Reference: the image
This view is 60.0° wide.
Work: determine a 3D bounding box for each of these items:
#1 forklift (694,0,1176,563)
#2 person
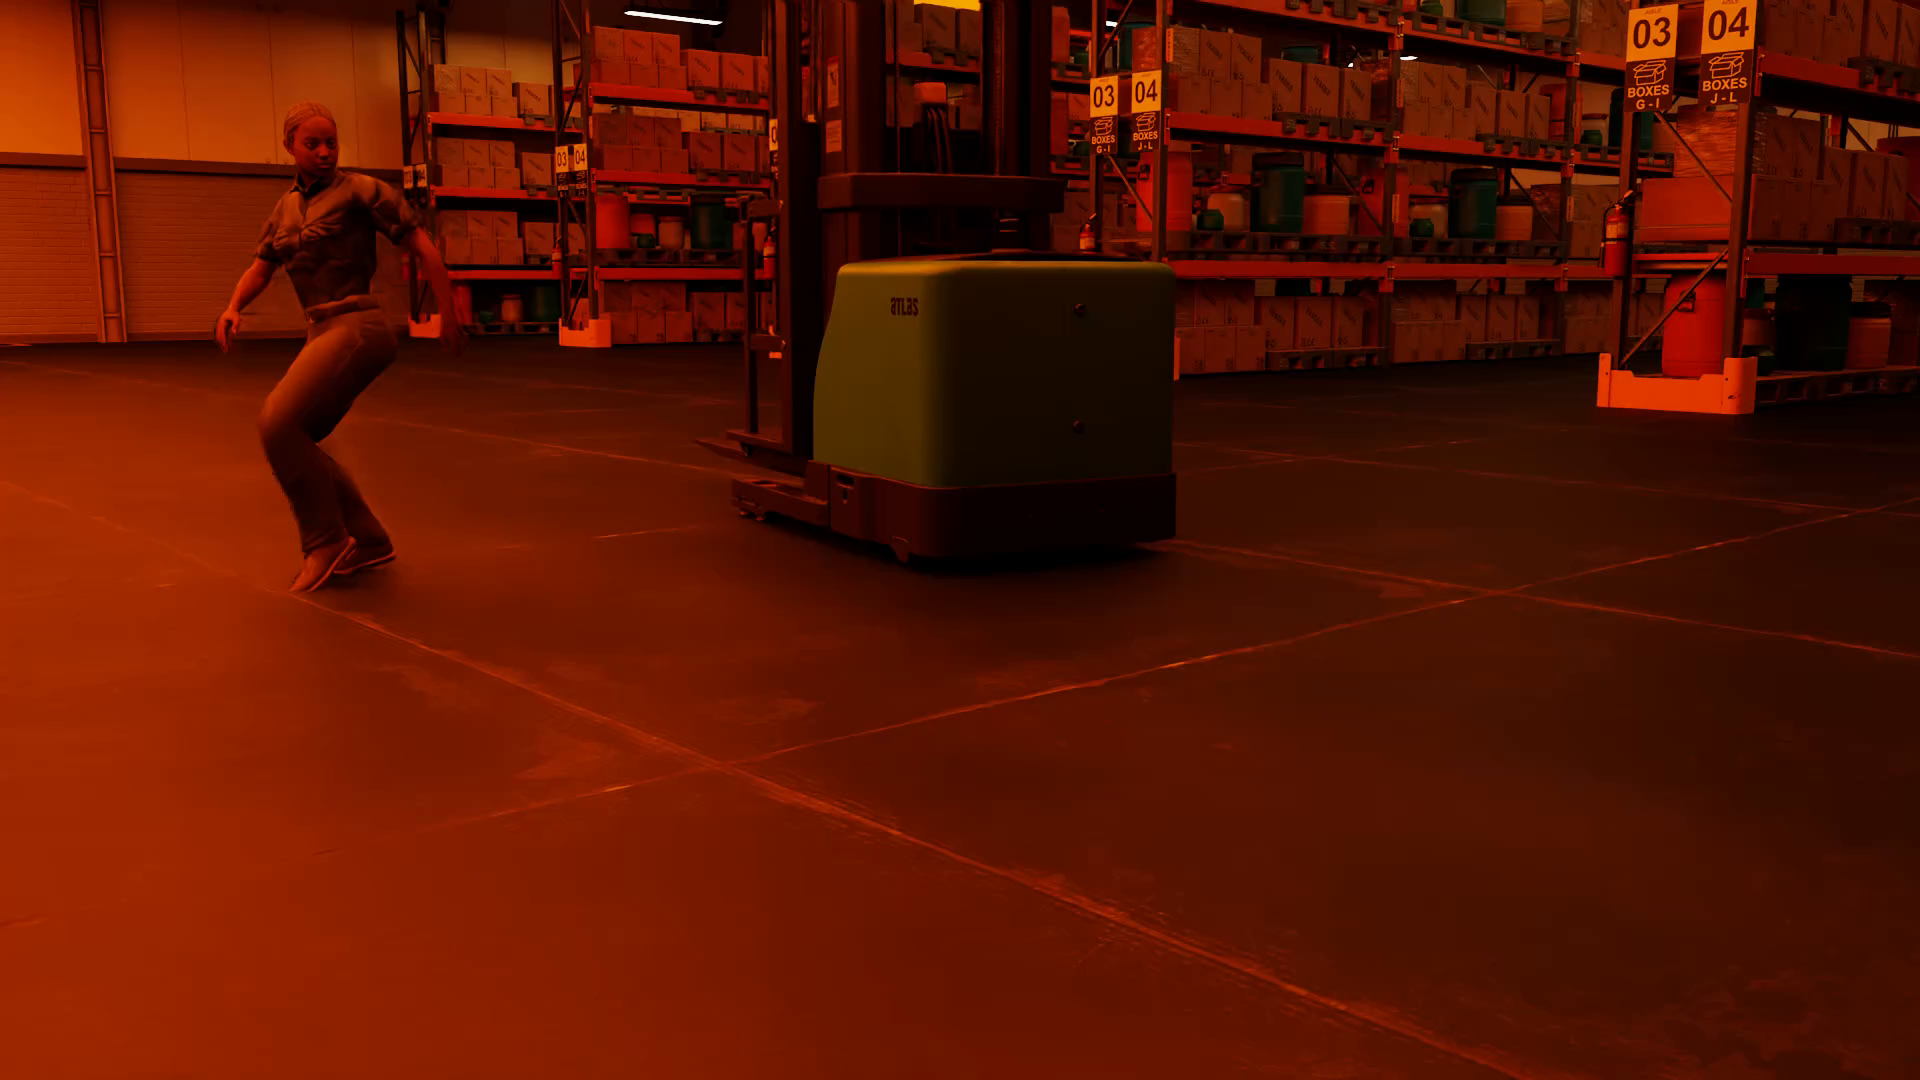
[{"bbox_3d":[-0.335,-1.553,6.988,1.130,2.935,3.031,-5,10,-27],"label":"forklift"},{"bbox_3d":[-2.105,-0.632,5.587,0.720,1.639,0.583,-8,12,-43],"label":"person"}]
